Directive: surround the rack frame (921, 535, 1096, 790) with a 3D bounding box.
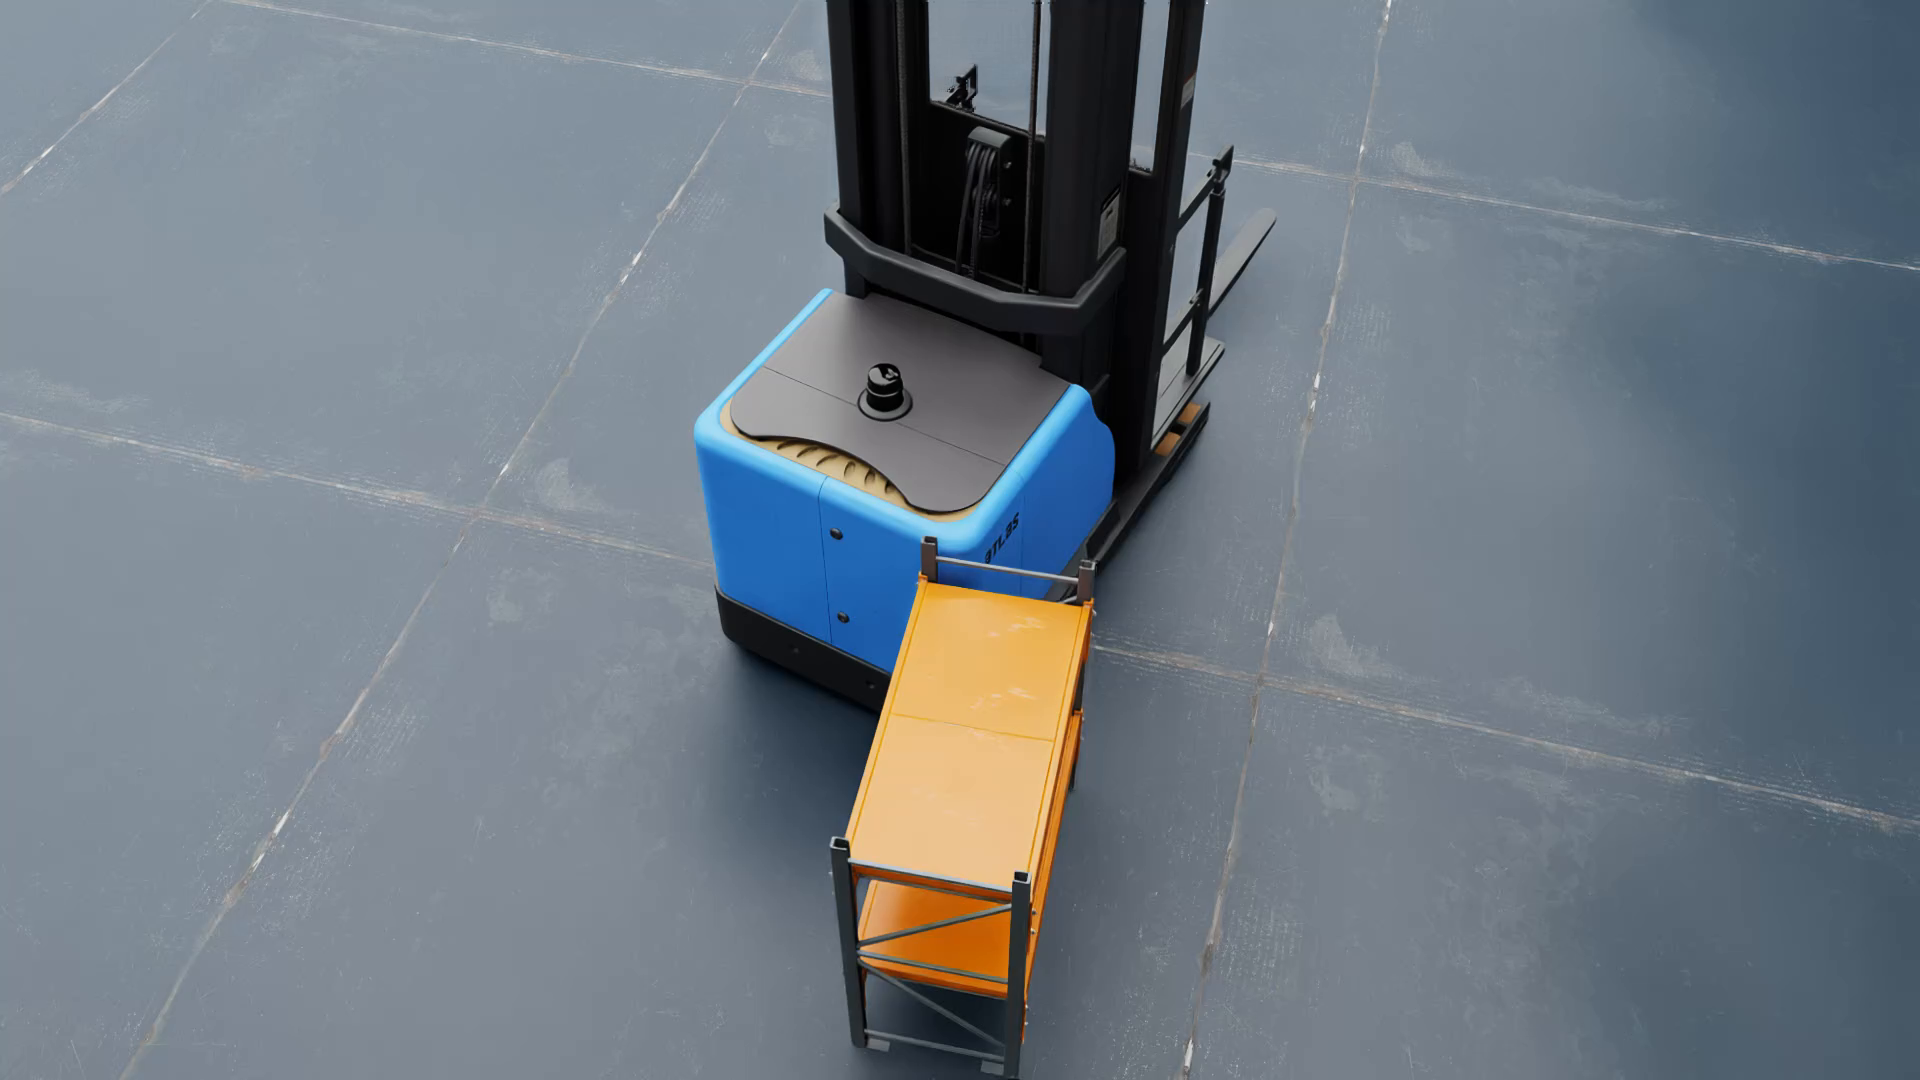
[{"bbox_3d":[0.135,0.407,5.141,0.500,1.125,0.032,9,49,8],"label":"rack frame"}]

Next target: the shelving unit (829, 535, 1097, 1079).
[{"bbox_3d":[0.031,0.780,4.811,0.538,1.125,1.048,9,49,8],"label":"shelving unit"}]

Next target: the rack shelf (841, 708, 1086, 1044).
[{"bbox_3d":[0.031,0.942,4.995,0.538,0.278,1.000,9,49,8],"label":"rack shelf"}]

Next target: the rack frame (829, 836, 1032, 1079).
[{"bbox_3d":[-0.073,1.153,4.482,0.500,1.125,0.032,9,49,8],"label":"rack frame"}]

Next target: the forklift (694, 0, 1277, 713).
[{"bbox_3d":[0.327,-1.389,5.521,1.130,2.935,3.031,23,53,19],"label":"forklift"}]

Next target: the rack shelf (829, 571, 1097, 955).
[{"bbox_3d":[0.031,0.586,4.592,0.538,0.278,1.000,9,49,8],"label":"rack shelf"}]
